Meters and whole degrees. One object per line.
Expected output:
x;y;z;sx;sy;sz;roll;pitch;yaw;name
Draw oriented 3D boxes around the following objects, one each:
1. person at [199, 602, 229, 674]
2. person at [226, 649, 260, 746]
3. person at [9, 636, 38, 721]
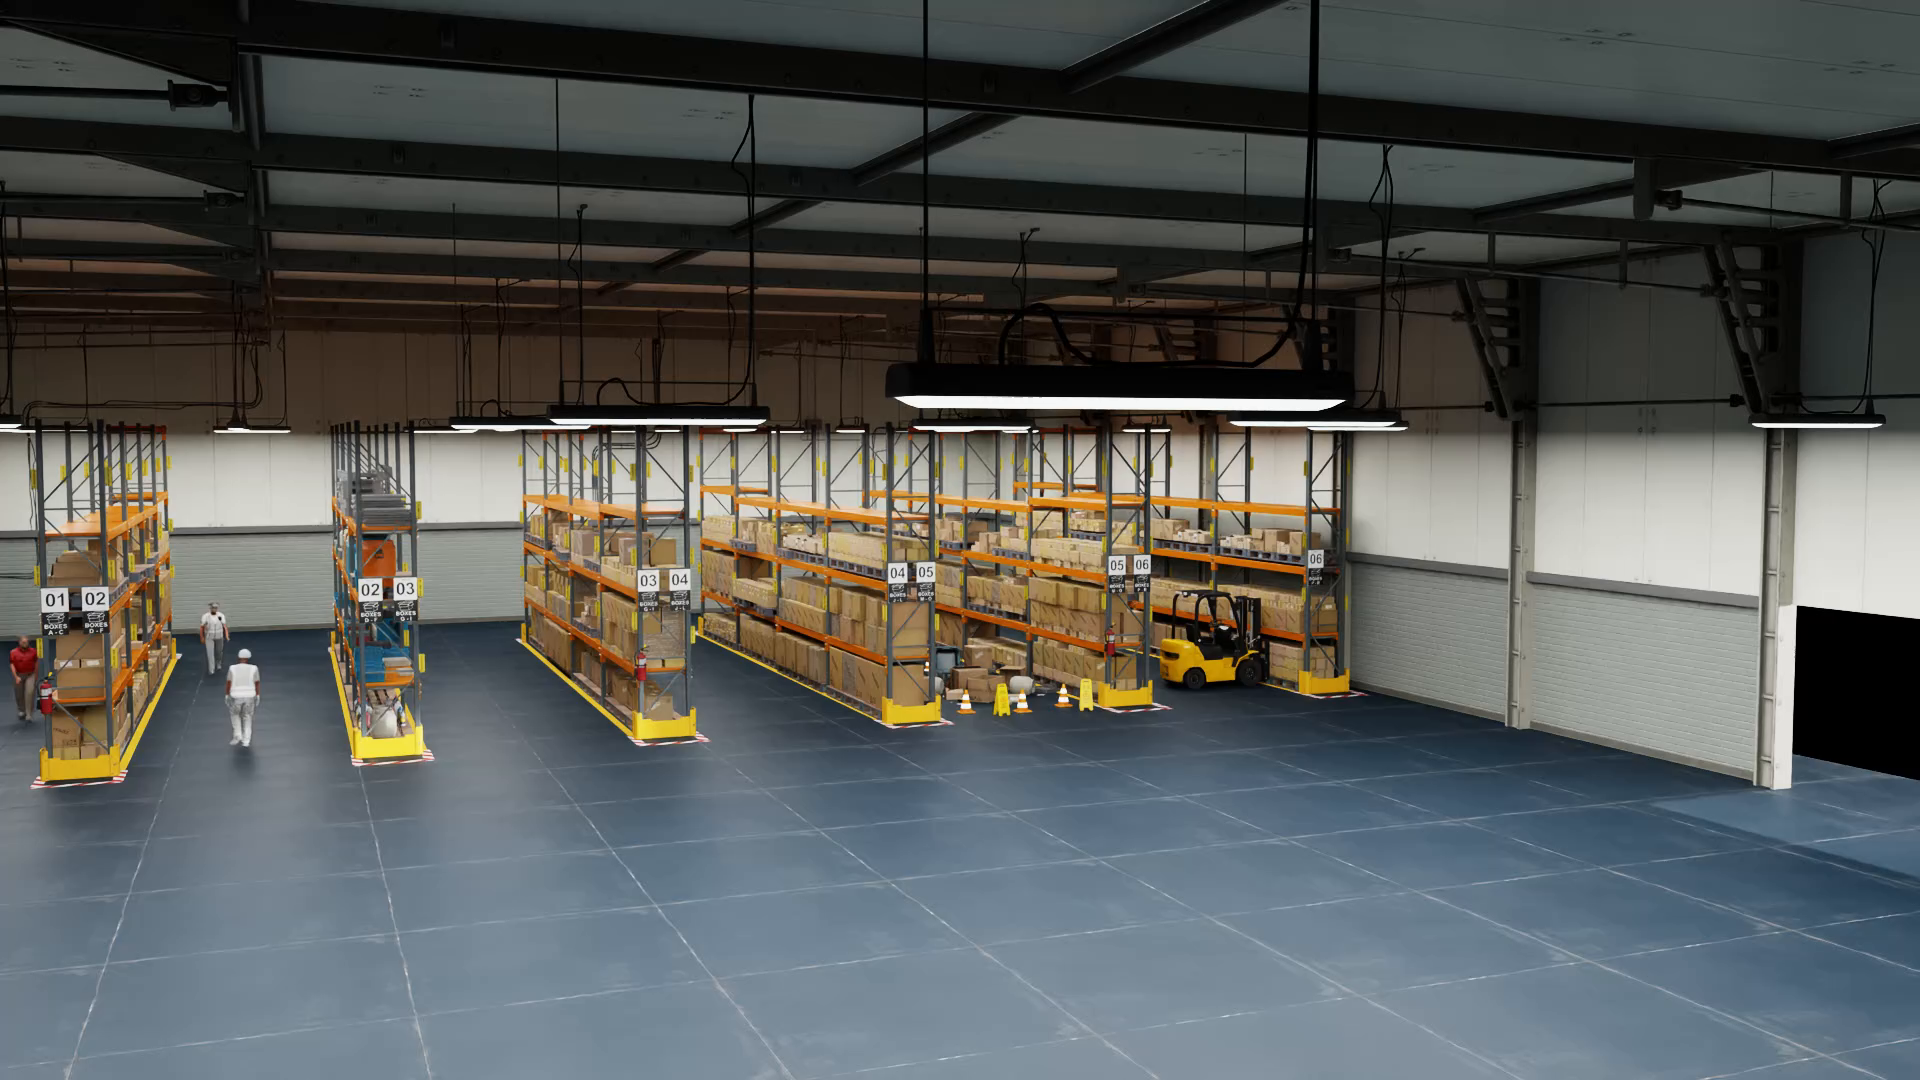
-18.016;2.337;40.178;0.649;1.706;1.078;-2;4;-25;person
-13.229;2.905;30.677;0.594;1.777;0.453;-1;4;-22;person
-18.881;2.777;33.563;0.528;1.668;0.978;-2;4;-32;person
